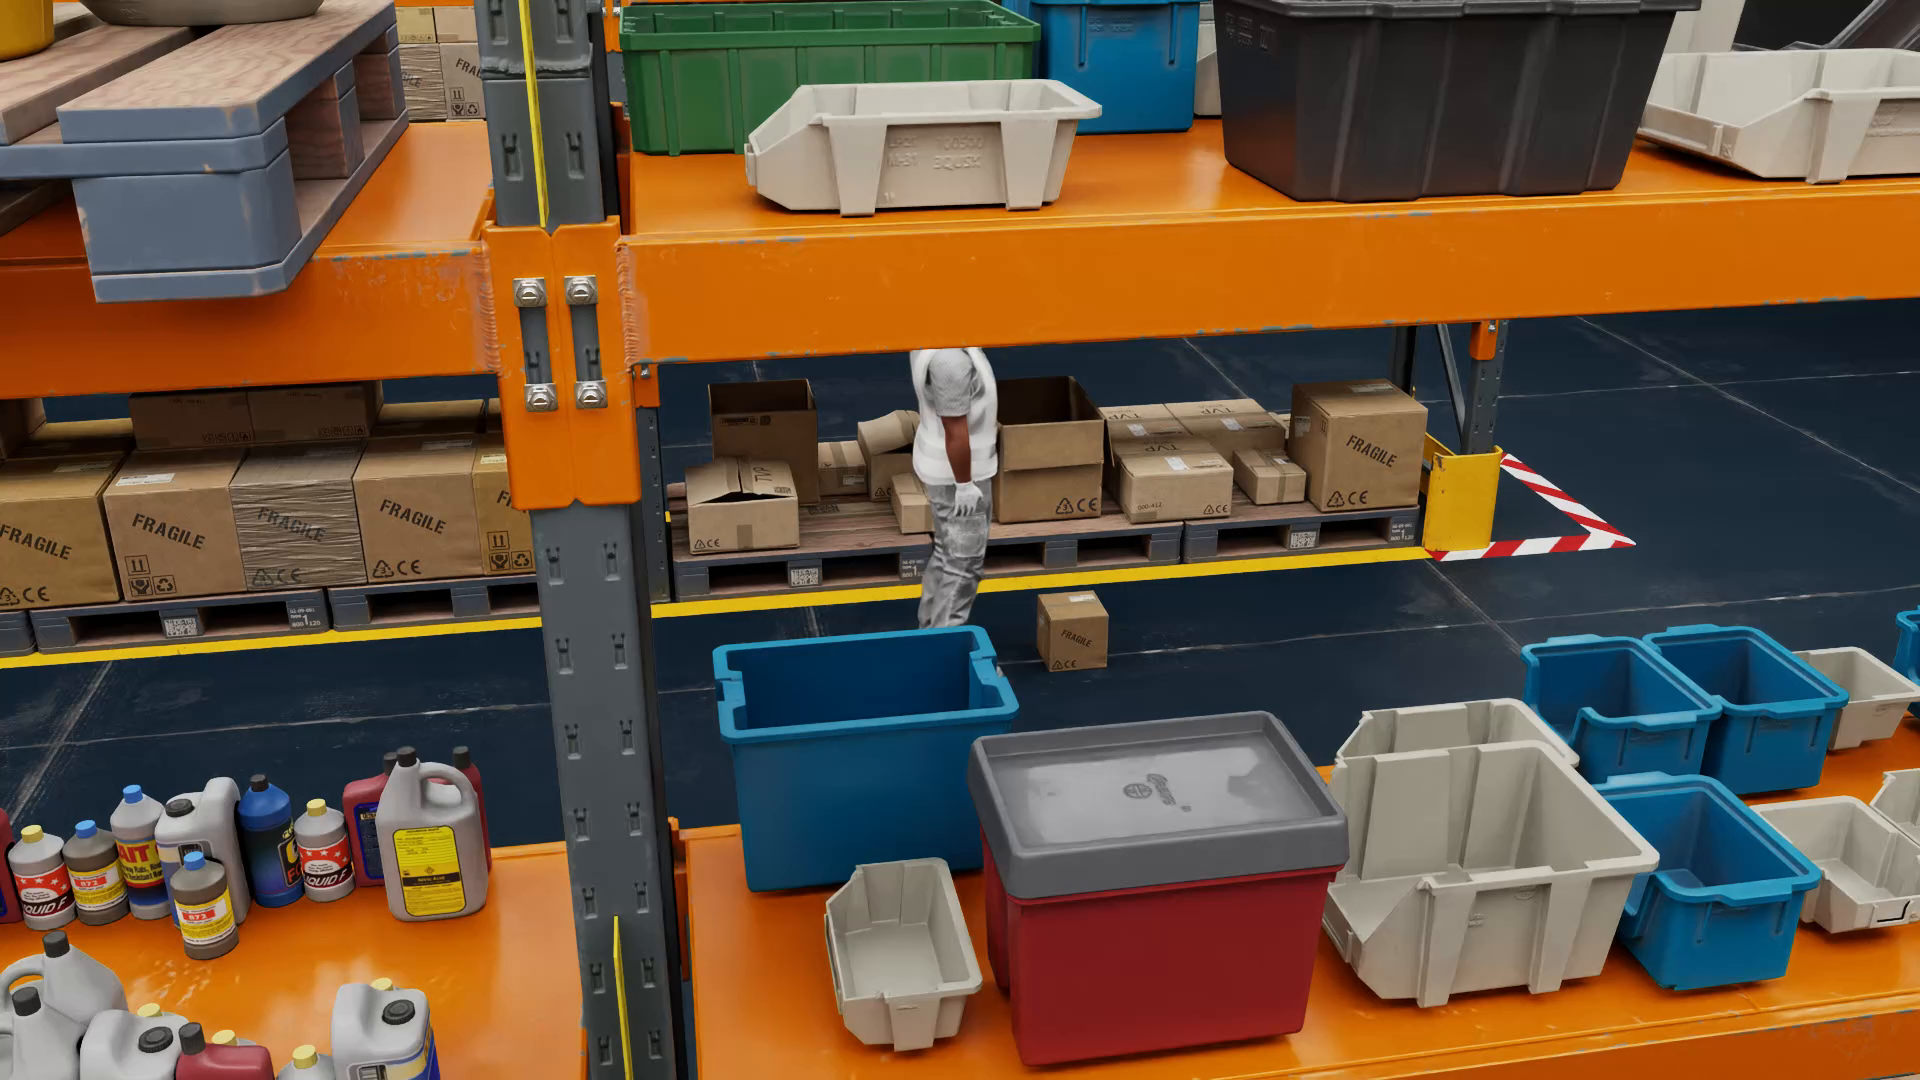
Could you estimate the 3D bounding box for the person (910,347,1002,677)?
[{"bbox_3d":[-0.023,-0.284,6.742,0.354,1.777,0.547,-4,23,-9],"label":"person"}]
